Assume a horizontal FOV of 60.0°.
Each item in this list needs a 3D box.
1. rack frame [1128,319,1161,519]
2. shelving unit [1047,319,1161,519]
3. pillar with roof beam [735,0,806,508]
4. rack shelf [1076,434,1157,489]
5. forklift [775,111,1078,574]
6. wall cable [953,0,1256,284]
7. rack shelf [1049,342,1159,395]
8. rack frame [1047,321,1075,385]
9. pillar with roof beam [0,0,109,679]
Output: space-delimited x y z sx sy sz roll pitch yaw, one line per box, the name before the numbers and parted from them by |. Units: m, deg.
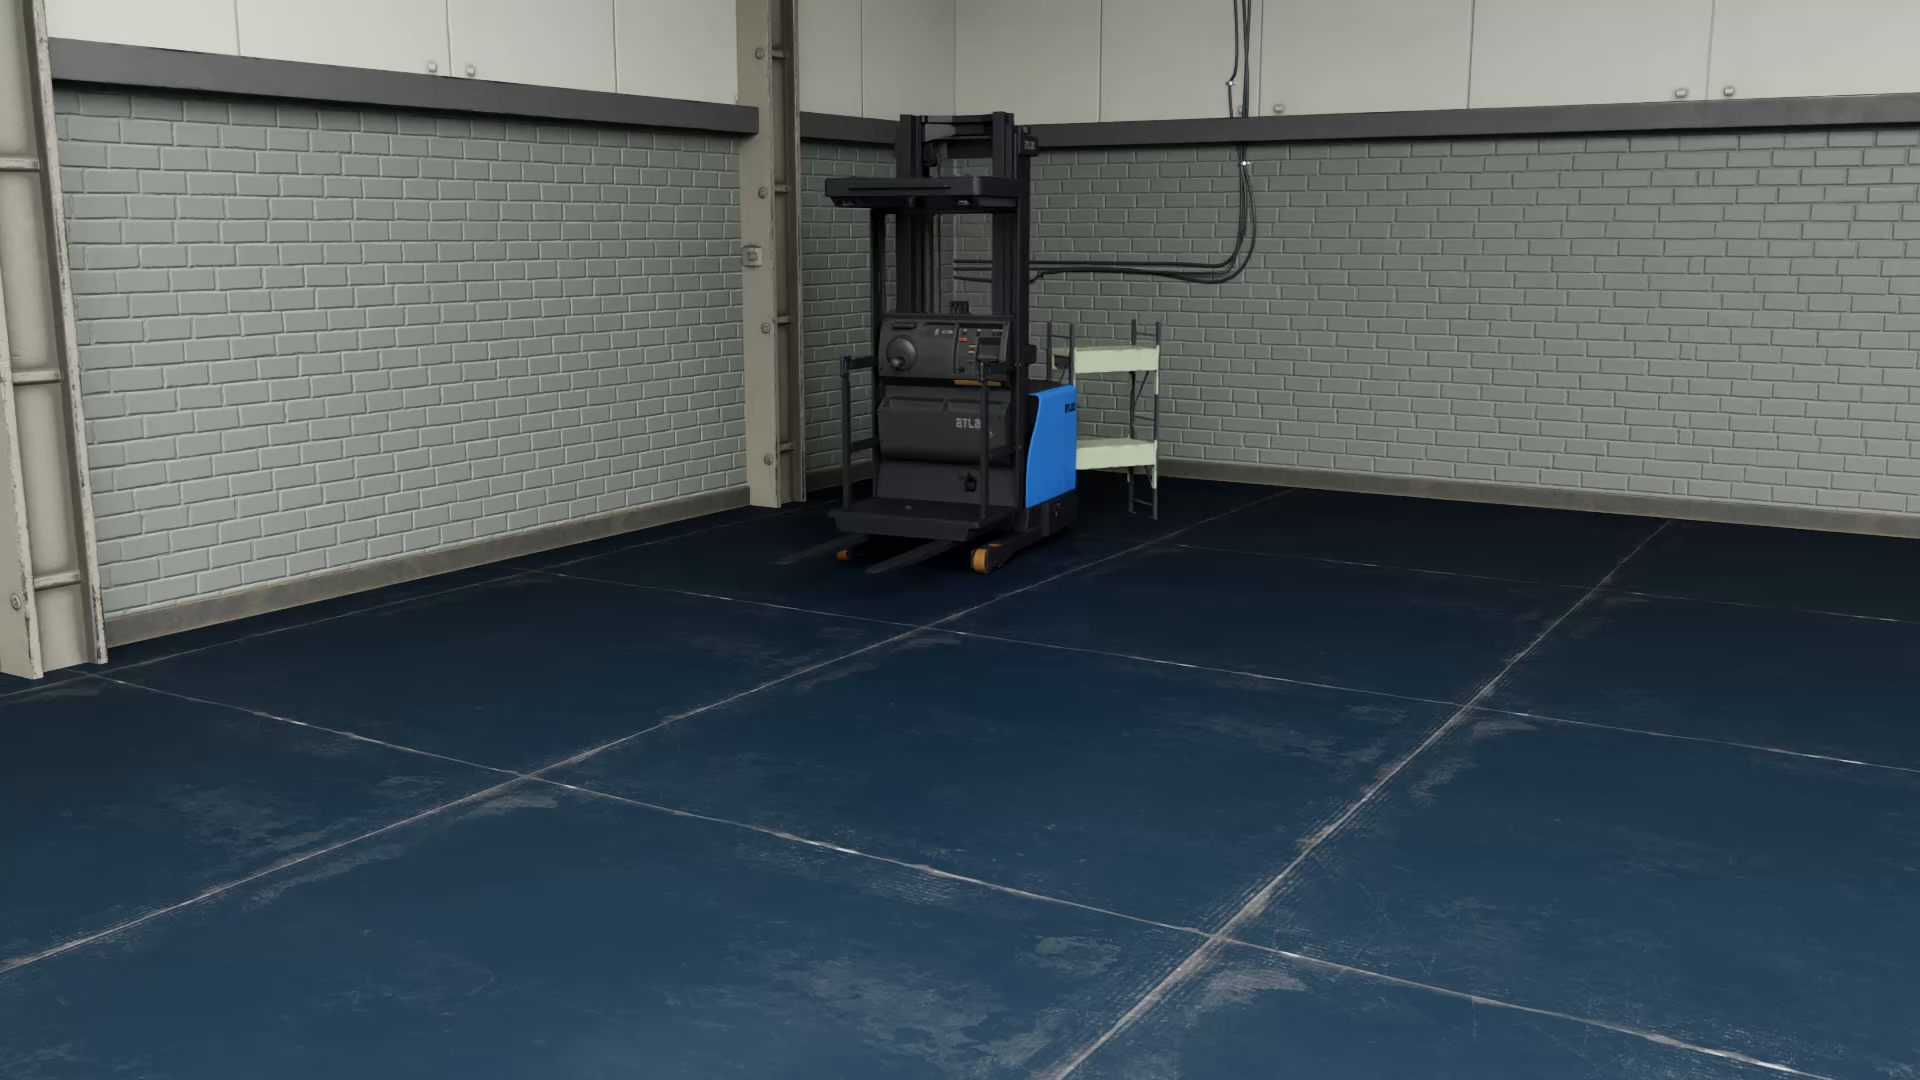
rack frame | 1.413 -0.929 12.753 0.023 1.500 0.400 -5 12 -24
shelving unit | 1.080 -0.901 12.605 0.755 1.500 0.431 -5 12 -24
pillar with roof beam | 2.196 -4.314 10.457 9.100 9.000 0.400 6 12 31
rack shelf | 1.080 -0.580 12.665 0.720 0.370 0.431 -5 12 -24
forklift | -0.191 -1.312 10.914 1.130 2.935 3.031 5 12 23
wall cable | 1.176 -3.536 14.739 3.097 2.526 0.112 6 12 31
rack shelf | 1.080 -1.284 12.533 0.720 0.370 0.431 -5 12 -24
rack frame | 0.746 -0.873 12.456 0.023 1.500 0.400 -5 12 -24
pillar with roof beam | -0.919 -3.370 5.416 9.100 9.000 0.400 6 12 31
